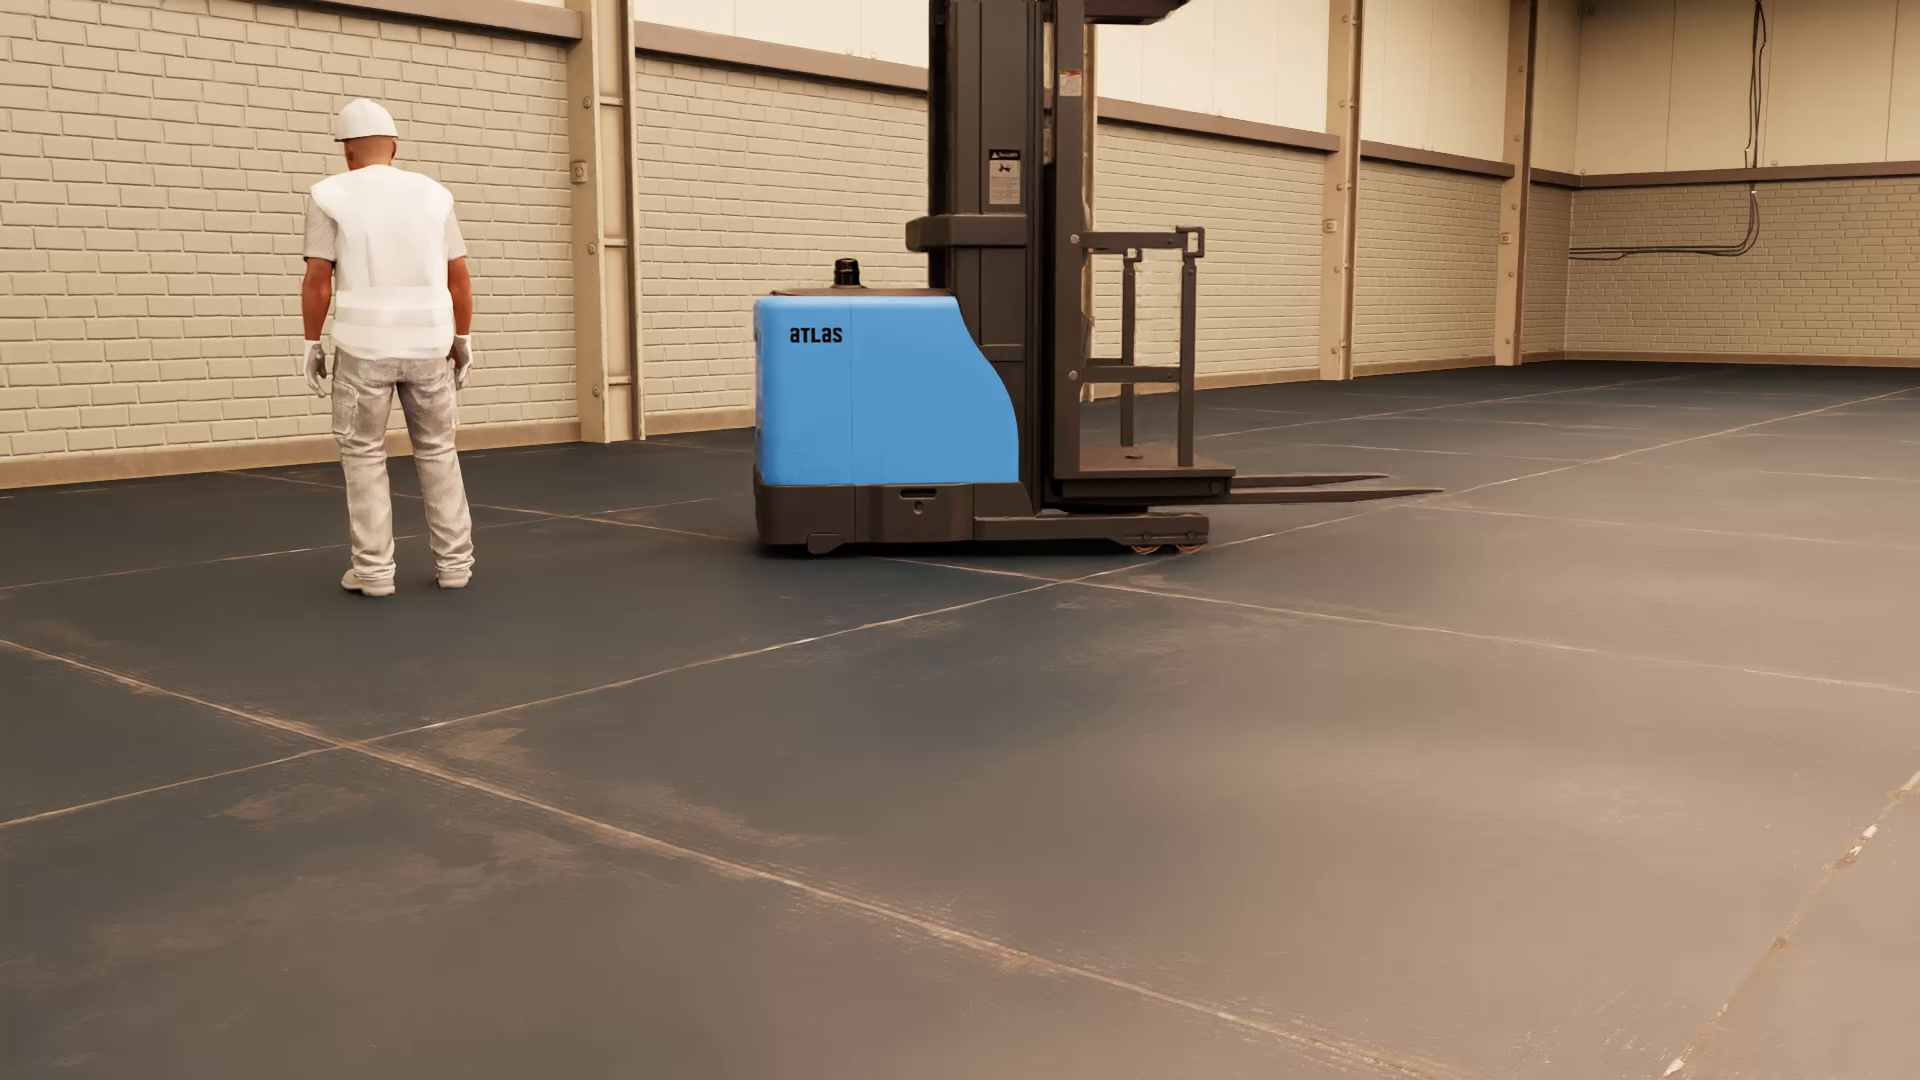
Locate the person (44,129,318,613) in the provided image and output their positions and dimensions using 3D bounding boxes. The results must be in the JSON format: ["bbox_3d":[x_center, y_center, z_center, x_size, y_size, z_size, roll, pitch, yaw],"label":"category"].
[{"bbox_3d":[-2.776,-0.584,5.797,1.012,1.652,0.659,2,9,14],"label":"person"}]

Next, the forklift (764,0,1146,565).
[{"bbox_3d":[-0.235,-1.528,7.727,1.130,2.935,3.031,-3,9,-20],"label":"forklift"}]
